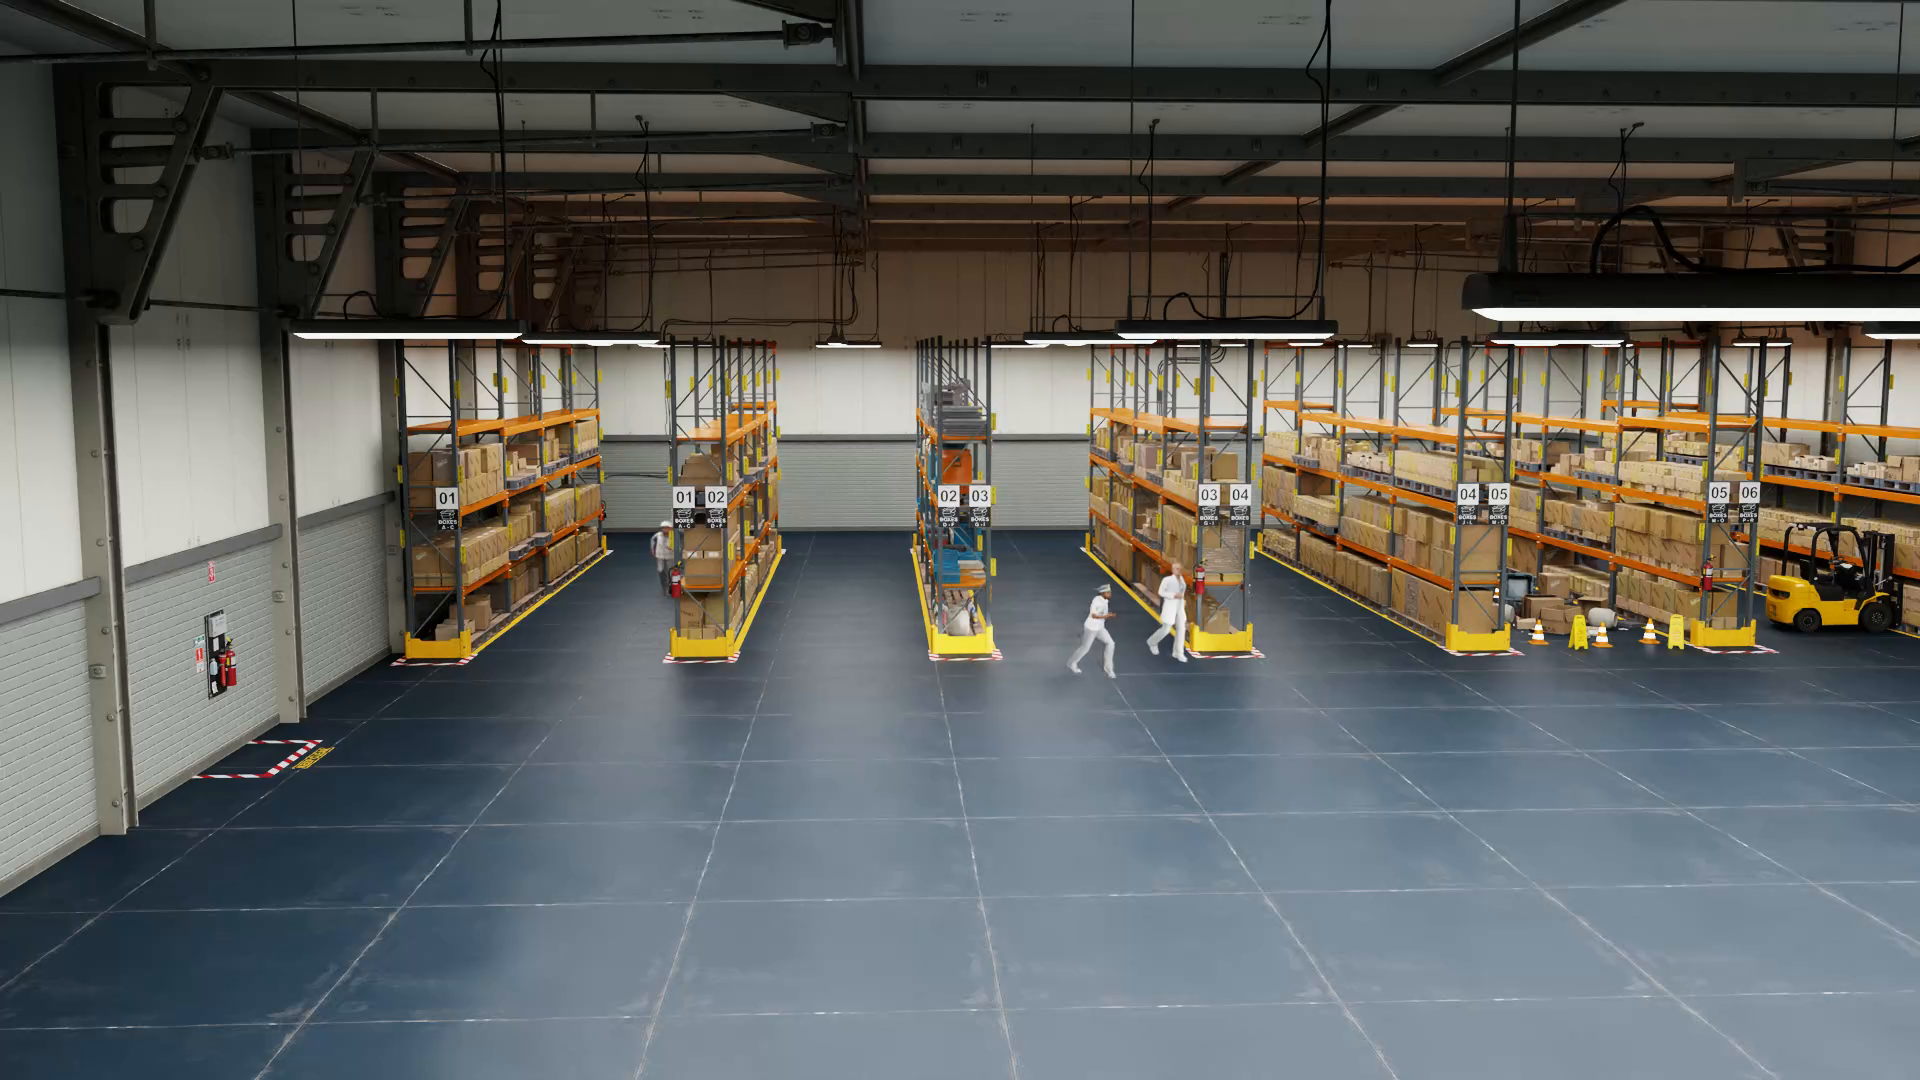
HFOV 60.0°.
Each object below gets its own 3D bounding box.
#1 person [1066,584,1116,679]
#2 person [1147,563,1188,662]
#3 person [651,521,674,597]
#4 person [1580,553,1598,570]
[{"bbox_3d":[2.311,1.594,29.240,0.932,1.698,0.573,4,8,31],"label":"person"},{"bbox_3d":[3.966,1.364,31.042,0.718,1.707,0.975,-4,8,-35],"label":"person"},{"bbox_3d":[-6.891,0.434,38.881,0.681,1.779,0.821,0,7,-3],"label":"person"},{"bbox_3d":[15.952,0.110,42.017,0.669,1.683,0.618,0,6,-1],"label":"person"}]
